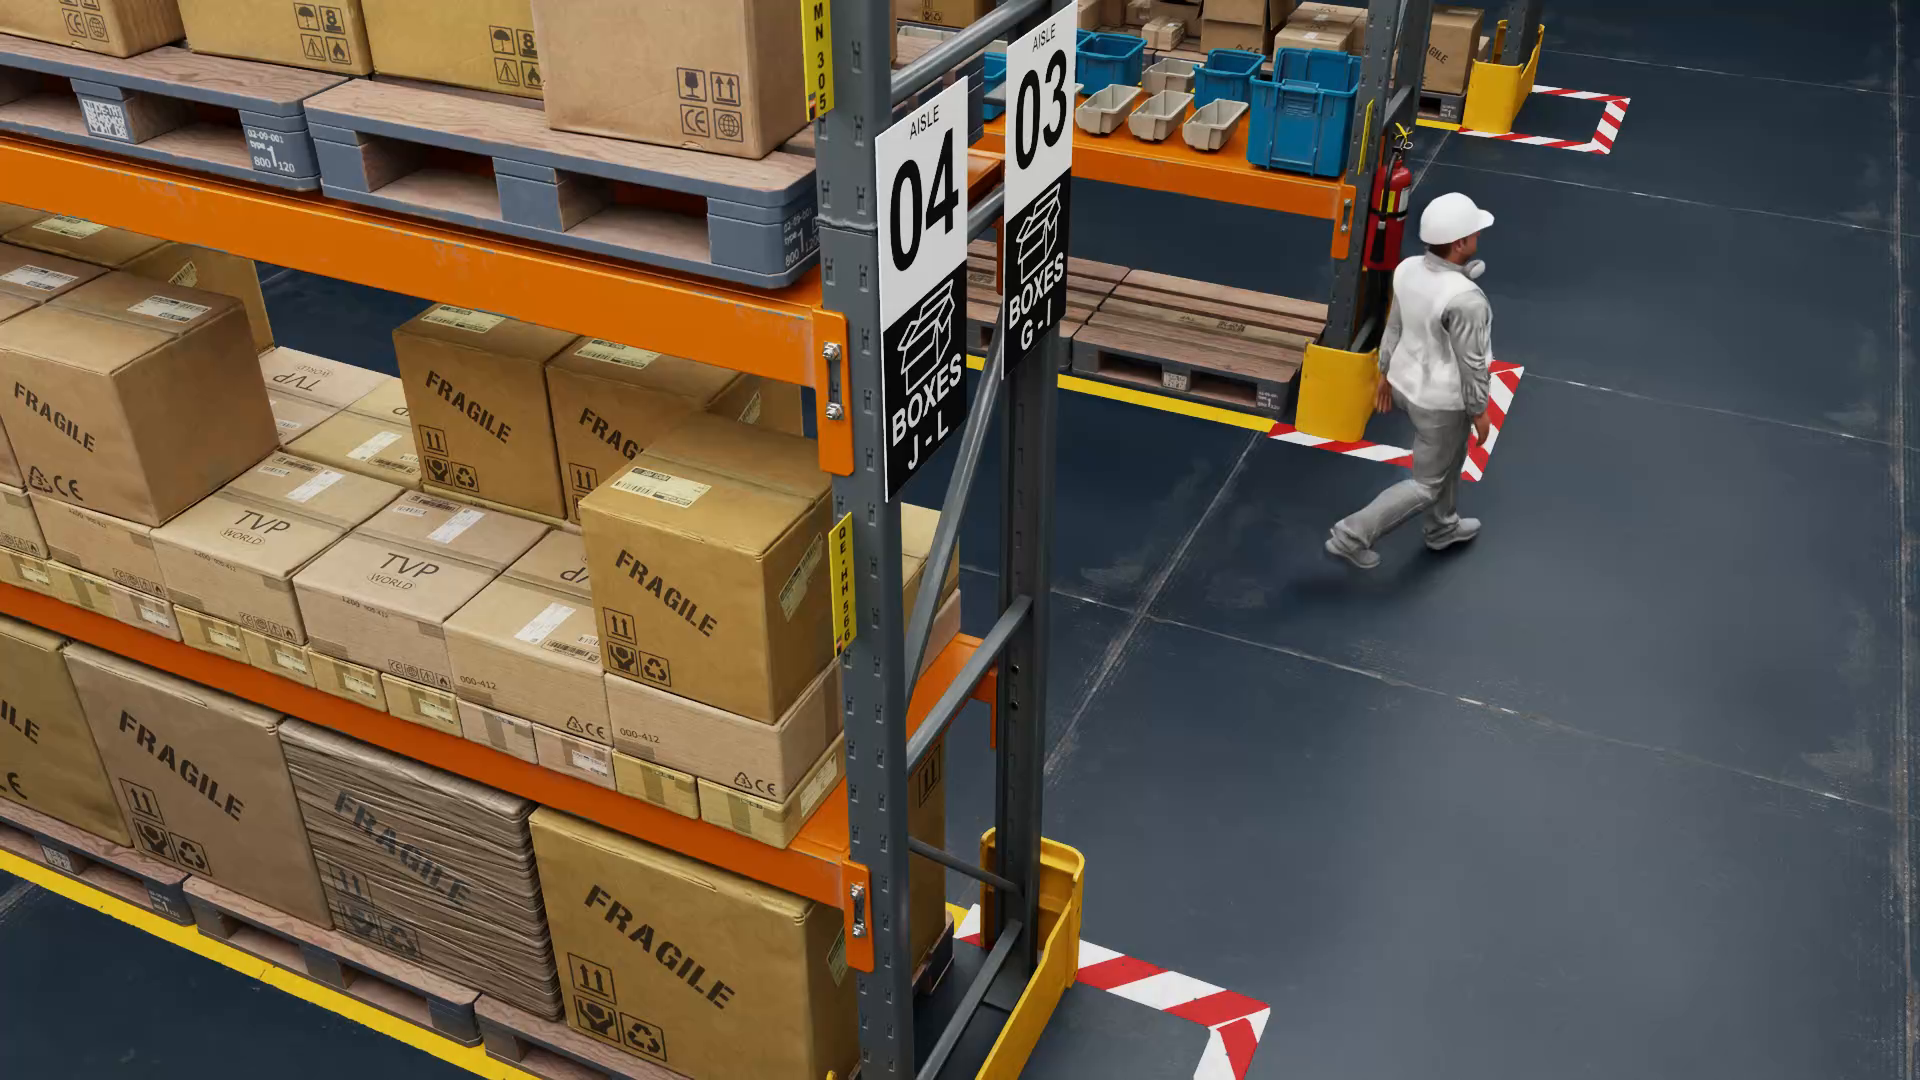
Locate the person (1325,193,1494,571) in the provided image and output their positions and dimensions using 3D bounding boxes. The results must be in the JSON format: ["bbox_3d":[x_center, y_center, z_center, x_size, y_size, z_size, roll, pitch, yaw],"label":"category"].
[{"bbox_3d":[2.011,-0.635,7.071,0.907,1.741,0.549,-10,35,-15],"label":"person"}]
